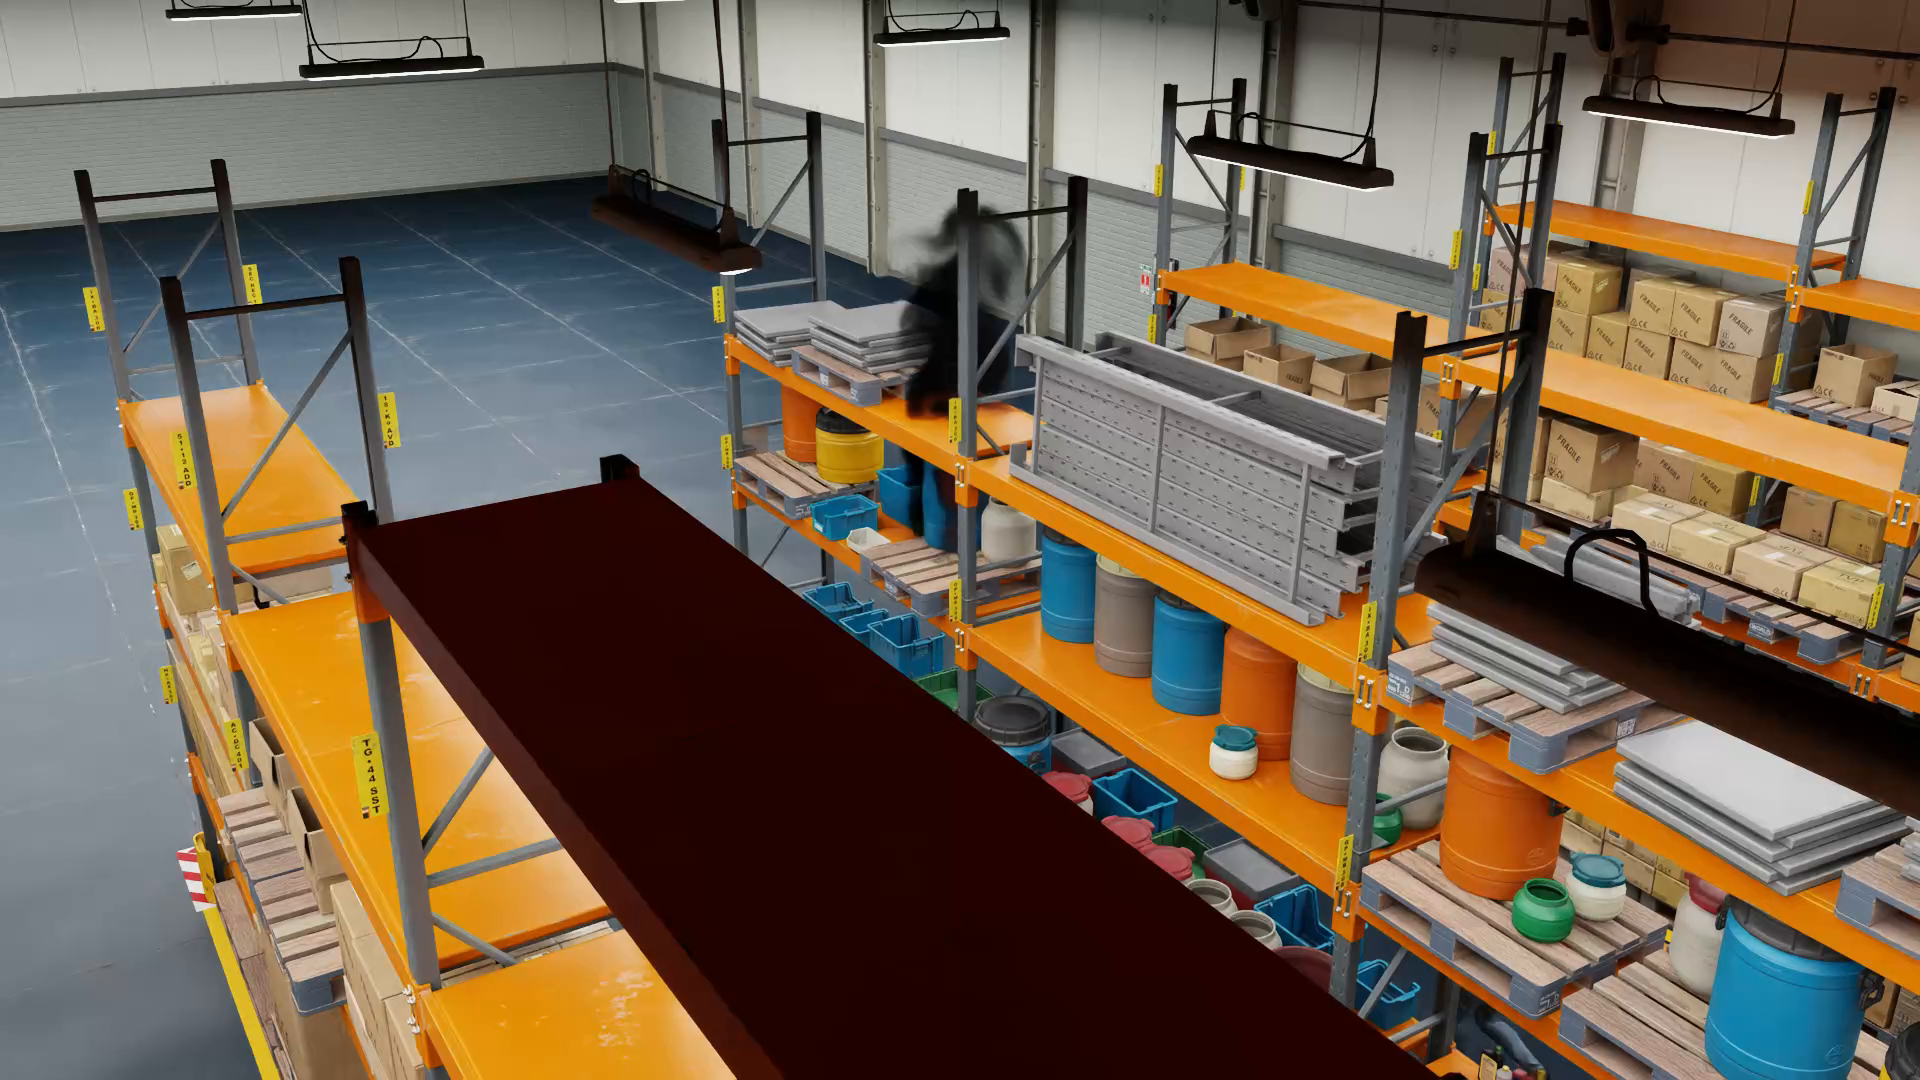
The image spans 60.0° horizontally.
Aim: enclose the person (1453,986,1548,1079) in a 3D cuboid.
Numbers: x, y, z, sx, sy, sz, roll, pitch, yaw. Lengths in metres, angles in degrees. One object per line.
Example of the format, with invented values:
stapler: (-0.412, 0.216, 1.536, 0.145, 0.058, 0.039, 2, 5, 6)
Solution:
person: (3.663, 3.048, 11.453, 0.686, 1.745, 0.874, -15, 27, -33)
